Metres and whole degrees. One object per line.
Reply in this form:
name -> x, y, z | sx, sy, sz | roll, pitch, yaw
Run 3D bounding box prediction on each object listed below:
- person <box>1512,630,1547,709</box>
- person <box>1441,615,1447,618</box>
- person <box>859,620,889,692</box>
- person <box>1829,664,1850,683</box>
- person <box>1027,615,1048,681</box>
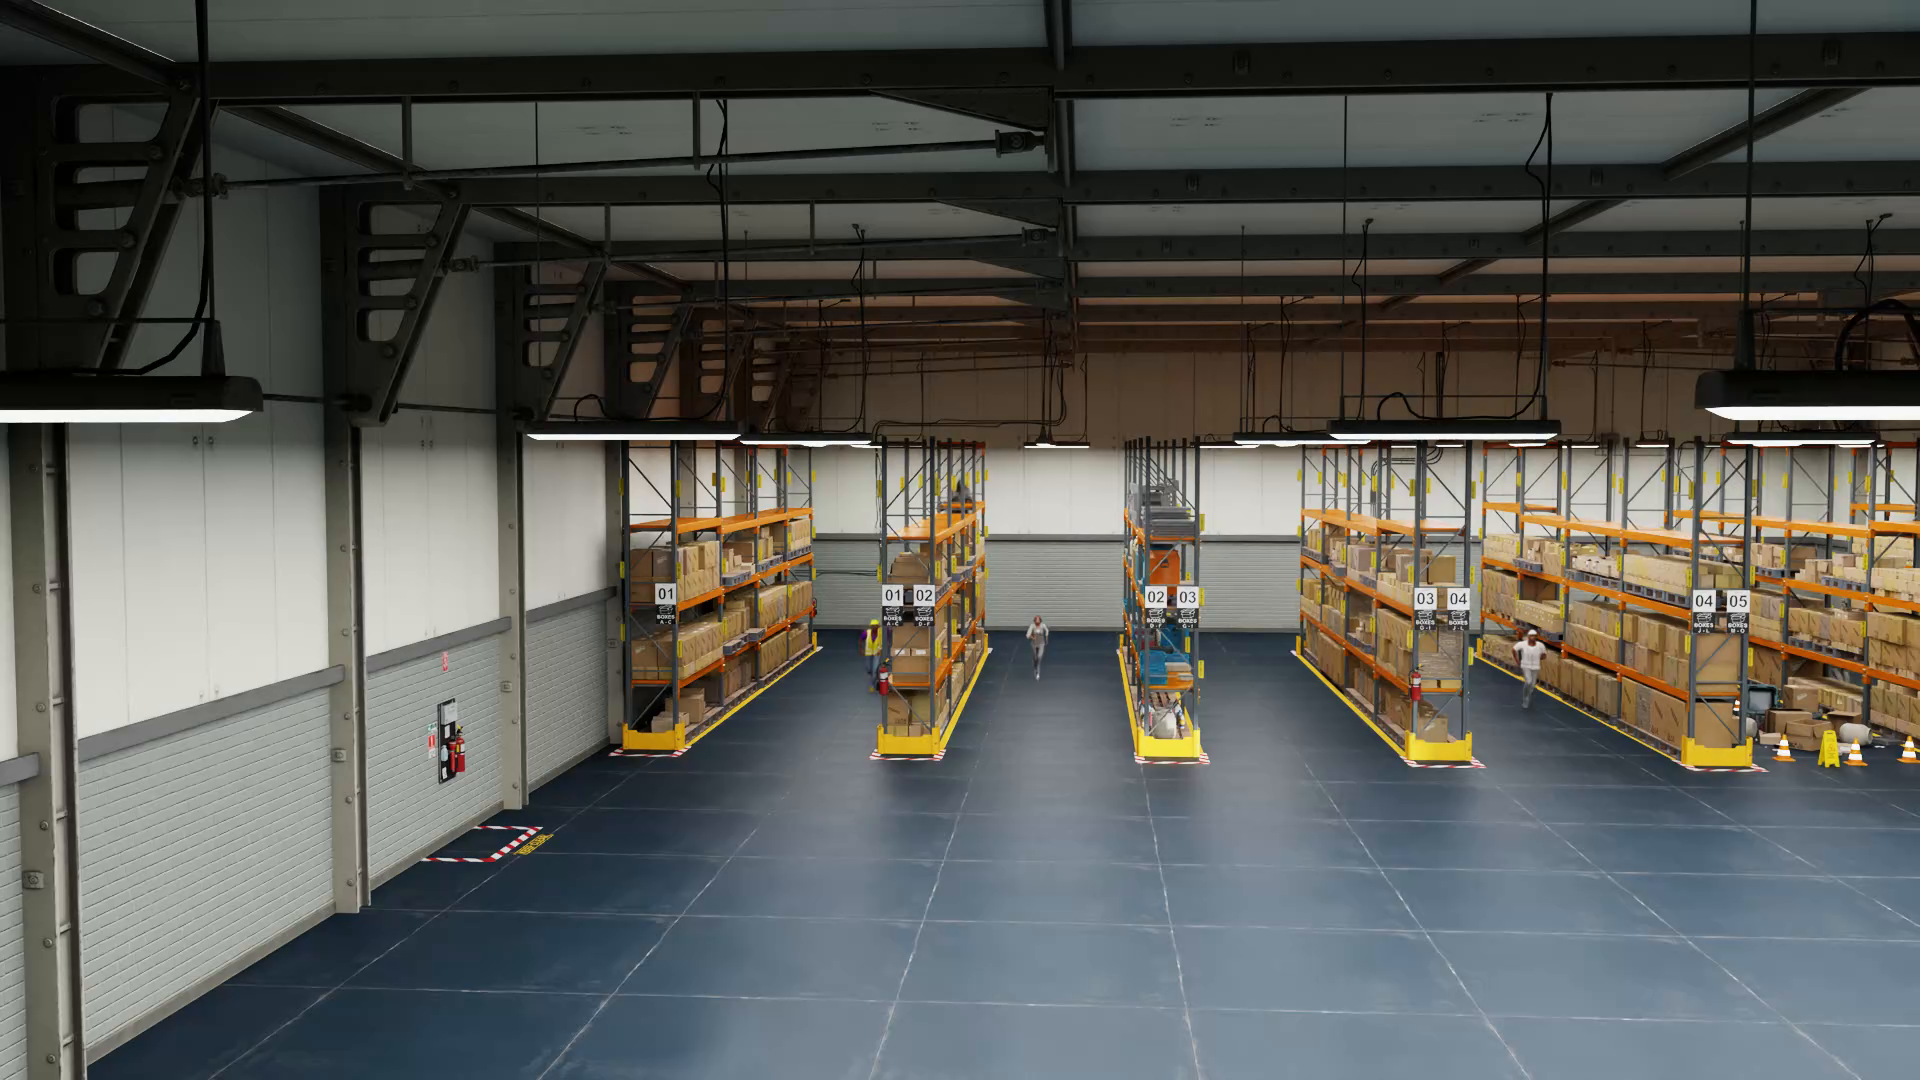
person -> 12.699, 2.872, 37.015 | 0.680, 1.770, 0.756 | 0, 3, 0
person -> 13.760, 2.348, 47.378 | 0.539, 1.677, 0.744 | -2, 3, -26
person -> -2.063, 2.757, 39.809 | 0.740, 1.718, 0.700 | 0, 3, 6
person -> 21.026, 2.728, 39.641 | 0.669, 1.734, 0.618 | 0, 3, 6
person -> 1.949, 2.689, 41.853 | 0.562, 1.614, 0.899 | 0, 3, -1
